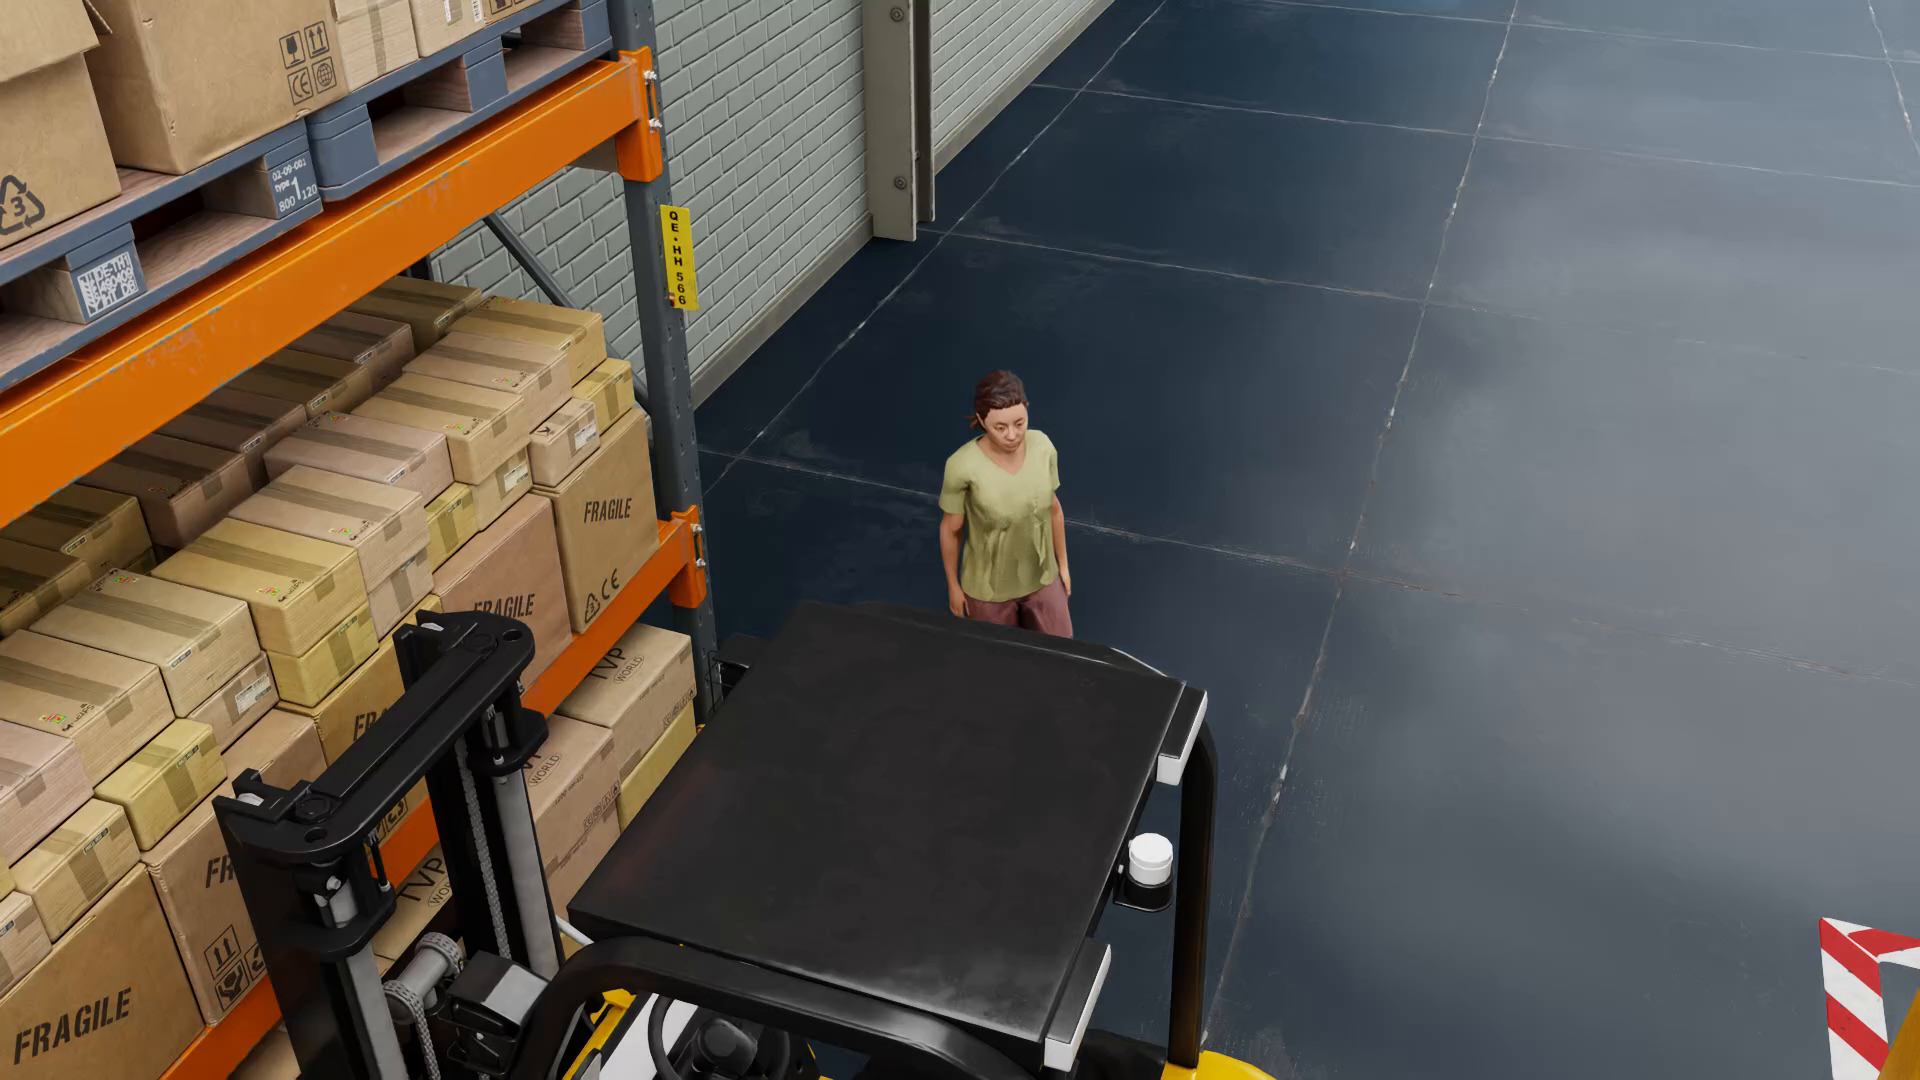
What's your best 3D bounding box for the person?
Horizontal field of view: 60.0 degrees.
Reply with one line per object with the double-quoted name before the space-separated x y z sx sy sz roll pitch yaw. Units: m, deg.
"person" 0.175 0.157 5.885 0.457 1.672 0.435 -15 36 -21
